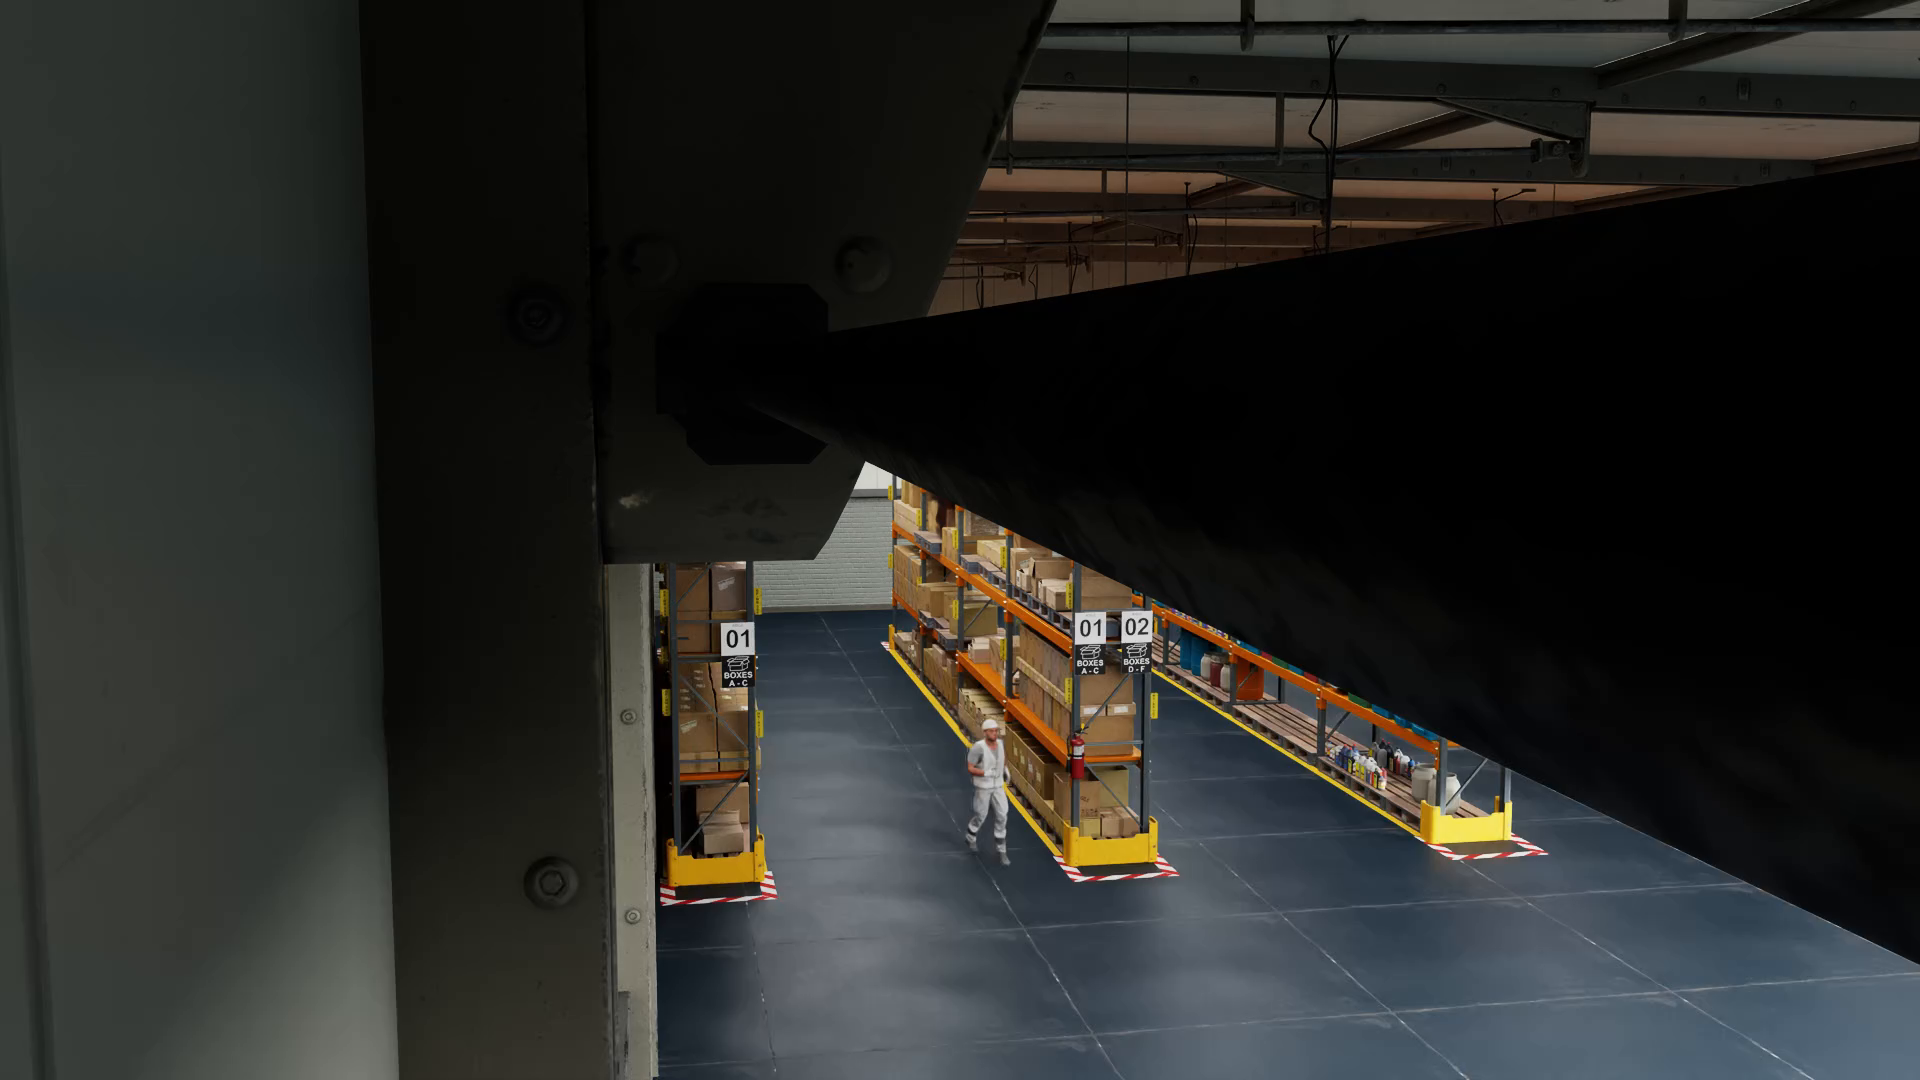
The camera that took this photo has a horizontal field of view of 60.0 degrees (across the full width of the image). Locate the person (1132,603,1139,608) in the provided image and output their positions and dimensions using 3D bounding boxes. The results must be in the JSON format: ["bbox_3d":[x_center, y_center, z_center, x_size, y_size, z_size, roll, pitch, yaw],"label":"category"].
[{"bbox_3d":[4.255,1.252,39.059,0.920,1.723,0.684,-1,6,-8],"label":"person"}]

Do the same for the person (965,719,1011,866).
[{"bbox_3d":[0.359,3.168,21.096,0.681,1.852,0.807,-4,7,-30],"label":"person"}]
